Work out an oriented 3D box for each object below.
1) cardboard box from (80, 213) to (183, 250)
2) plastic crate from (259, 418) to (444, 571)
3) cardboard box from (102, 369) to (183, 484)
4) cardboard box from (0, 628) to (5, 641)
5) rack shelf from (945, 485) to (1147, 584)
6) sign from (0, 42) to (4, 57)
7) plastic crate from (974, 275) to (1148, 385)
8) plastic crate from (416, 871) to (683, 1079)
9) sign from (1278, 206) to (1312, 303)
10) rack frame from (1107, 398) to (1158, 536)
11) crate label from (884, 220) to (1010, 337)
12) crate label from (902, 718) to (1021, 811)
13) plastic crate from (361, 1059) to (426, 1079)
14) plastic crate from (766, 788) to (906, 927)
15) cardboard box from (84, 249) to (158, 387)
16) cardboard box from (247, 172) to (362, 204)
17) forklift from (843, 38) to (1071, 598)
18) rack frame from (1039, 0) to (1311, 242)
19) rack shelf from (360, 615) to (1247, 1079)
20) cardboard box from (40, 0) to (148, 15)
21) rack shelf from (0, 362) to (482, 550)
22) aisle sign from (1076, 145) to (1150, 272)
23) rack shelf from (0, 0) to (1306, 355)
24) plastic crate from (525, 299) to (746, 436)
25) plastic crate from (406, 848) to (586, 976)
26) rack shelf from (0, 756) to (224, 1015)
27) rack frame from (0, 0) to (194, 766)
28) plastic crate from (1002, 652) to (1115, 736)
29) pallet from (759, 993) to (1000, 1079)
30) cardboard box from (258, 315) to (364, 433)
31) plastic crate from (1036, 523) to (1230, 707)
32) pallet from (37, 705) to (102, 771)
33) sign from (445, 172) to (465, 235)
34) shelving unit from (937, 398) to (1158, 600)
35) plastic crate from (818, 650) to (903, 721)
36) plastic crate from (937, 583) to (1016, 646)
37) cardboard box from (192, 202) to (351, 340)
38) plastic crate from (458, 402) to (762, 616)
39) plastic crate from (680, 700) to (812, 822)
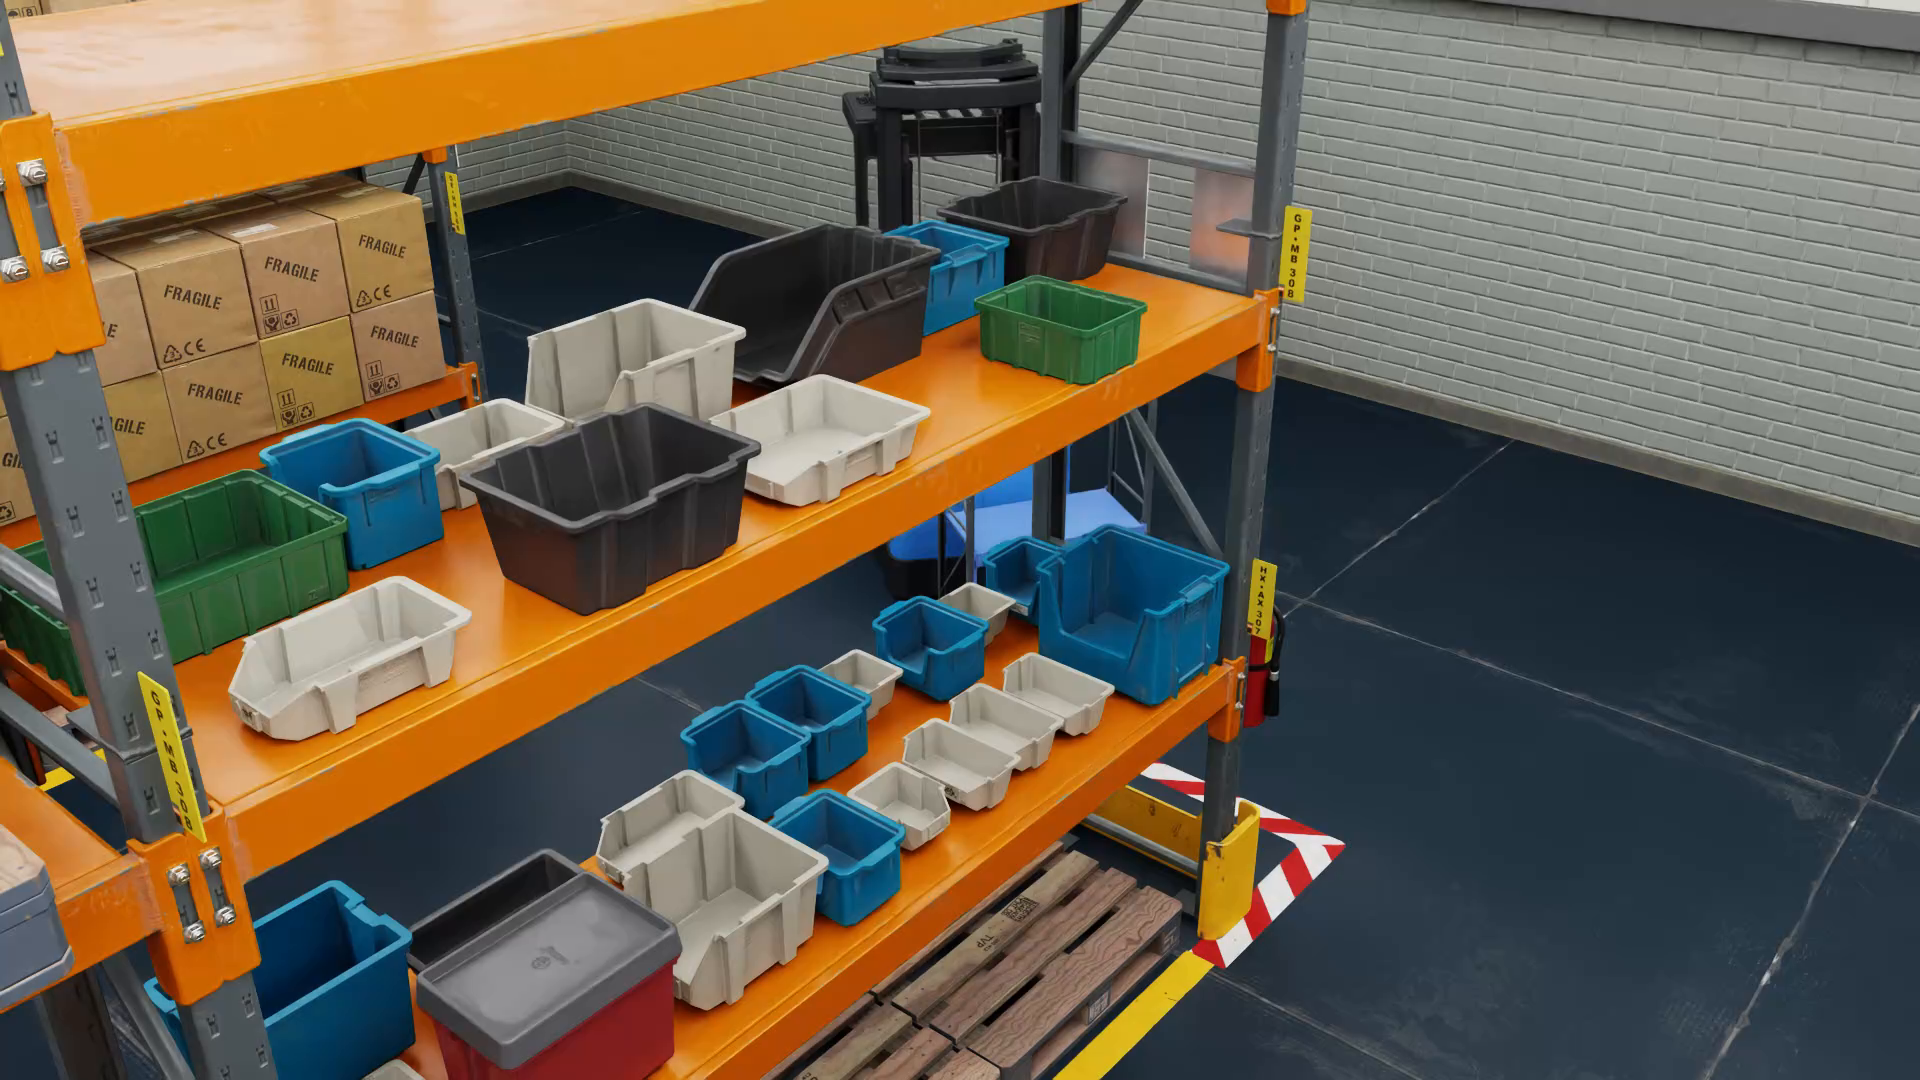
[{"bbox_3d":[-4.234,-1.348,8.394,0.500,0.500,0.500,21,34,35],"label":"cardboard box"},{"bbox_3d":[-1.492,-0.110,4.116,0.416,0.233,0.300,21,34,34],"label":"plastic crate"},{"bbox_3d":[-4.144,-0.571,7.979,0.500,0.500,0.500,20,34,34],"label":"cardboard box"},{"bbox_3d":[-5.024,0.563,8.345,0.500,0.311,0.500,21,34,34],"label":"cardboard box"},{"bbox_3d":[0.453,-0.038,9.082,1.000,0.185,0.538,-10,29,-18],"label":"rack shelf"},{"bbox_3d":[-1.401,-0.846,2.320,0.100,0.325,0.005,21,34,34],"label":"sign"},{"bbox_3d":[0.313,-0.659,5.226,0.450,0.188,0.336,21,34,34],"label":"plastic crate"},{"bbox_3d":[-1.063,1.266,4.404,0.402,0.464,0.583,21,34,34],"label":"plastic crate"},{"bbox_3d":[1.155,-0.985,5.739,0.100,0.325,0.005,21,34,34],"label":"sign"},{"bbox_3d":[0.931,-0.278,9.154,0.032,1.500,0.500,-10,29,-18],"label":"rack frame"},{"bbox_3d":[-0.116,-0.888,5.599,0.408,0.251,0.502,21,34,34],"label":"crate label"},{"bbox_3d":[-0.013,0.783,5.694,0.396,0.136,0.243,21,34,34],"label":"crate label"},{"bbox_3d":[-1.418,1.531,4.247,0.396,0.136,0.243,21,34,34],"label":"plastic crate"},{"bbox_3d":[-0.389,0.996,5.176,0.416,0.233,0.300,21,34,34],"label":"plastic crate"},{"bbox_3d":[-4.145,-1.007,7.735,0.500,0.500,0.500,22,35,36],"label":"cardboard box"},{"bbox_3d":[-3.586,-1.712,9.097,0.500,0.500,0.500,22,35,36],"label":"cardboard box"},{"bbox_3d":[-0.106,-1.625,10.200,1.130,2.935,3.031,-4,28,-8],"label":"forklift"},{"bbox_3d":[0.720,-2.519,5.325,1.000,3.000,0.127,21,34,34],"label":"rack frame"},{"bbox_3d":[-0.552,1.174,5.498,1.077,0.370,4.000,21,34,34],"label":"rack shelf"},{"bbox_3d":[-4.033,-2.576,7.504,0.700,0.500,0.500,21,34,34],"label":"cardboard box"},{"bbox_3d":[-4.372,-0.275,8.299,1.077,0.370,4.000,21,34,34],"label":"rack shelf"},{"bbox_3d":[0.536,-1.121,6.324,0.394,0.787,0.004,21,34,34],"label":"aisle sign"},{"bbox_3d":[-0.552,-1.313,4.212,1.077,0.370,4.000,21,34,34],"label":"rack shelf"},{"bbox_3d":[-0.928,-0.438,4.697,0.437,0.282,0.530,21,34,34],"label":"plastic crate"},{"bbox_3d":[-1.320,1.184,4.931,0.437,0.125,0.590,21,34,34],"label":"plastic crate"},{"bbox_3d":[-3.097,1.260,2.068,1.077,0.370,4.000,21,34,34],"label":"rack shelf"},{"bbox_3d":[-1.824,-1.101,2.584,1.000,3.000,0.127,21,34,34],"label":"rack frame"},{"bbox_3d":[0.341,0.578,6.089,0.396,0.136,0.243,21,34,34],"label":"plastic crate"},{"bbox_3d":[-0.611,2.096,5.969,1.003,0.211,1.213,21,34,34],"label":"pallet"},{"bbox_3d":[-3.502,-0.924,8.664,0.500,0.500,0.500,21,34,35],"label":"cardboard box"},{"bbox_3d":[0.651,0.277,6.347,0.616,0.435,0.499,21,34,34],"label":"plastic crate"},{"bbox_3d":[-4.431,0.676,8.714,1.003,0.211,1.213,21,34,34],"label":"pallet"},{"bbox_3d":[-2.685,-1.789,8.839,0.100,0.325,0.005,21,34,34],"label":"sign"},{"bbox_3d":[0.453,-0.198,9.000,1.048,1.500,0.538,-10,29,-18],"label":"shelving unit"},{"bbox_3d":[-0.391,0.557,6.129,0.250,0.136,0.298,21,34,34],"label":"plastic crate"},{"bbox_3d":[0.041,0.317,6.594,0.250,0.136,0.298,21,34,34],"label":"plastic crate"},{"bbox_3d":[-3.492,-1.374,8.445,0.500,0.500,0.500,22,34,36],"label":"cardboard box"},{"bbox_3d":[-0.823,-0.071,4.000,0.497,0.269,0.590,21,34,34],"label":"plastic crate"},{"bbox_3d":[-0.720,0.758,5.637,0.416,0.233,0.300,21,34,34],"label":"plastic crate"}]
